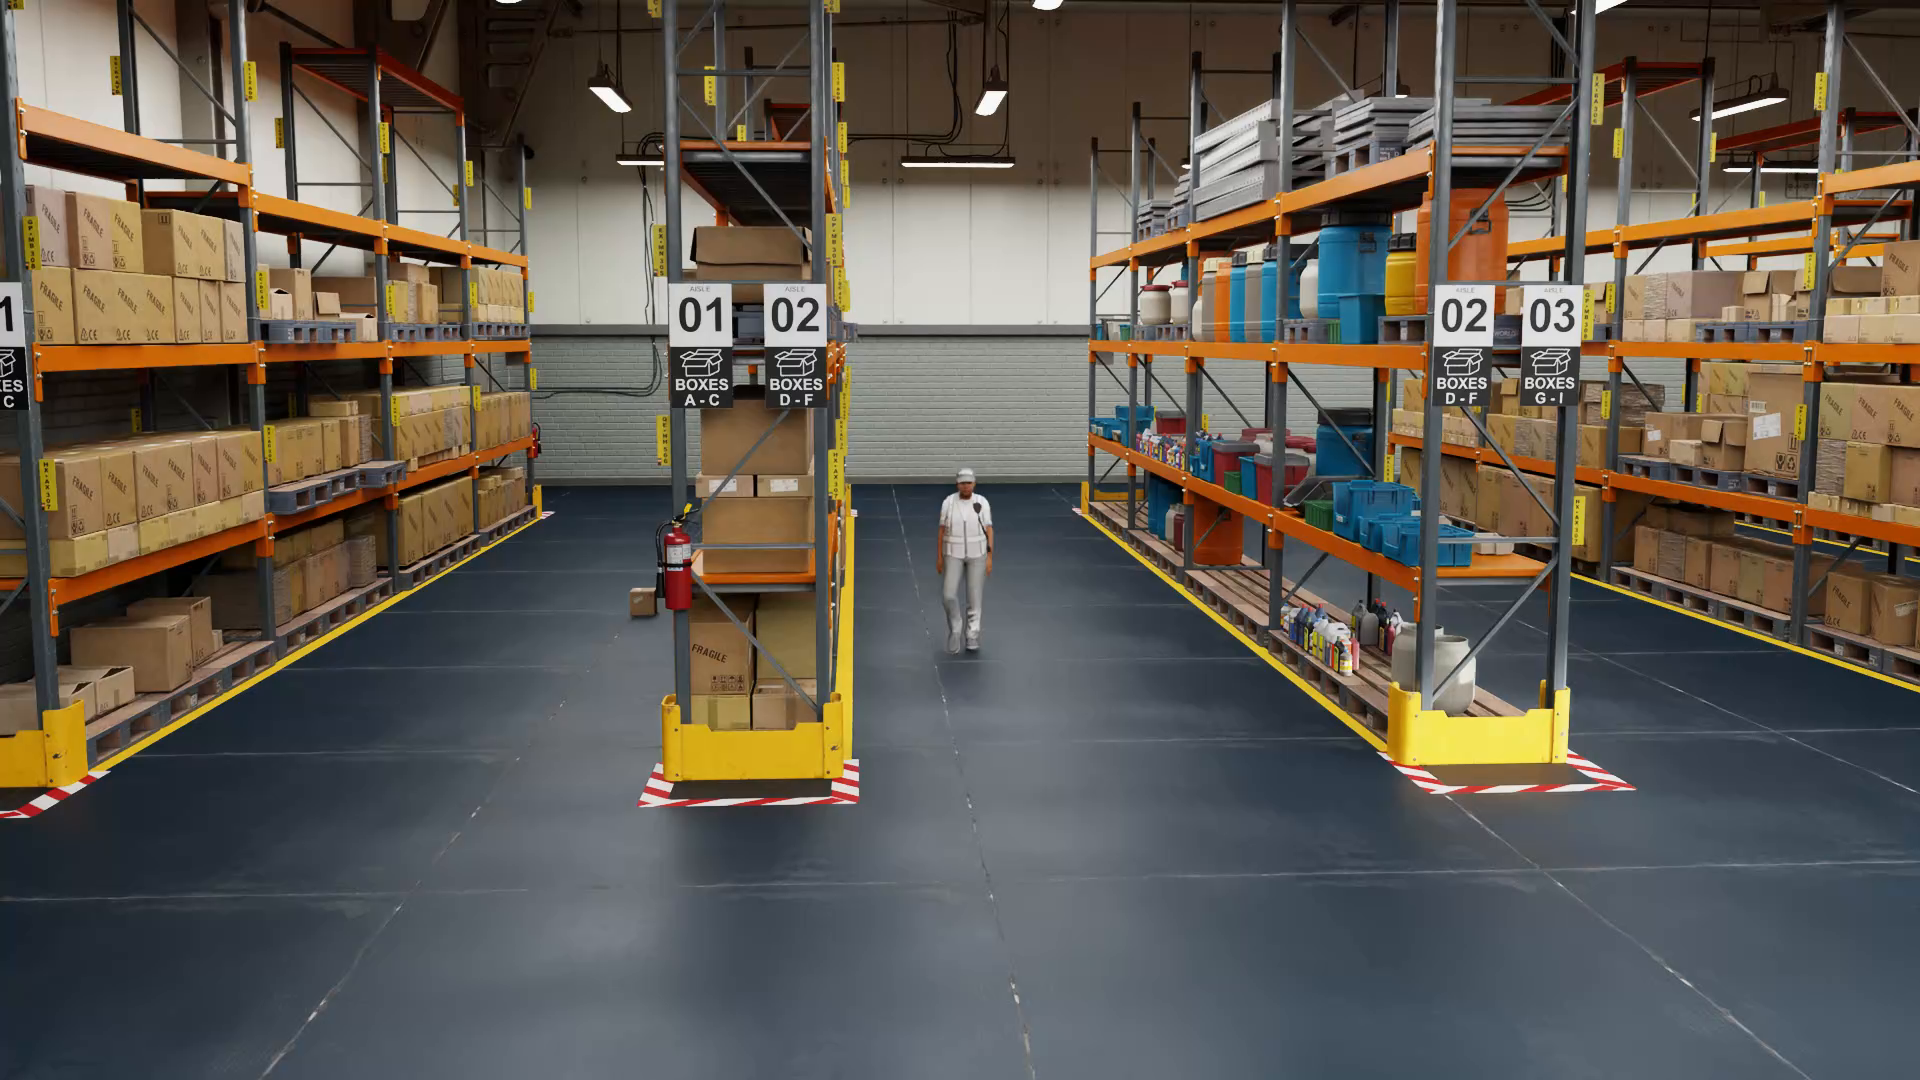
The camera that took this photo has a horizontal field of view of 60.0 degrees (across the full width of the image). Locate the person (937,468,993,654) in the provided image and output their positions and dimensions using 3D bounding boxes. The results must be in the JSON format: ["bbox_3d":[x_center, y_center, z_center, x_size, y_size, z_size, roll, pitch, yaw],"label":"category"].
[{"bbox_3d":[0.049,0.194,15.083,0.513,1.694,0.470,0,7,-3],"label":"person"}]
